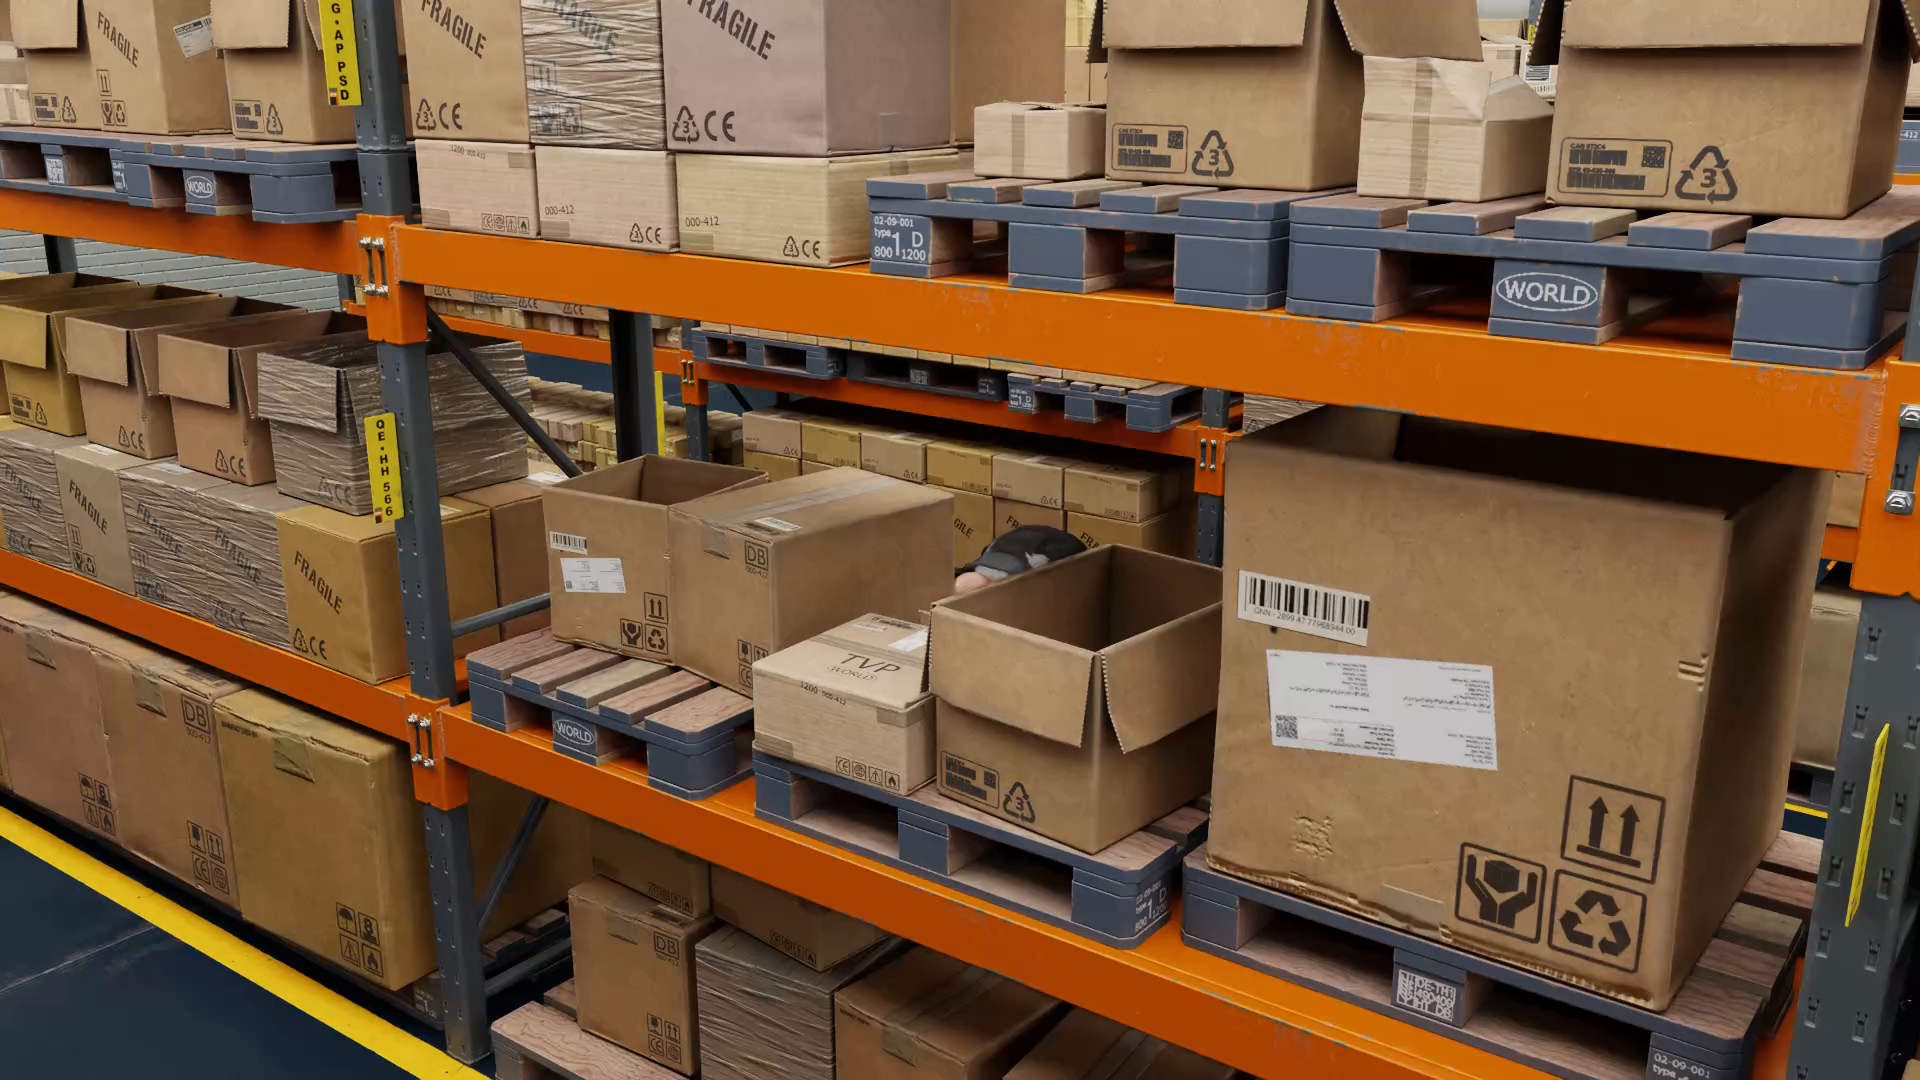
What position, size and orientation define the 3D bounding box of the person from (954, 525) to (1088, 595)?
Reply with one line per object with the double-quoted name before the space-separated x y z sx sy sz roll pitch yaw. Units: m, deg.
"person" 0.267 0.517 7.910 0.470 1.111 0.960 11 20 33
